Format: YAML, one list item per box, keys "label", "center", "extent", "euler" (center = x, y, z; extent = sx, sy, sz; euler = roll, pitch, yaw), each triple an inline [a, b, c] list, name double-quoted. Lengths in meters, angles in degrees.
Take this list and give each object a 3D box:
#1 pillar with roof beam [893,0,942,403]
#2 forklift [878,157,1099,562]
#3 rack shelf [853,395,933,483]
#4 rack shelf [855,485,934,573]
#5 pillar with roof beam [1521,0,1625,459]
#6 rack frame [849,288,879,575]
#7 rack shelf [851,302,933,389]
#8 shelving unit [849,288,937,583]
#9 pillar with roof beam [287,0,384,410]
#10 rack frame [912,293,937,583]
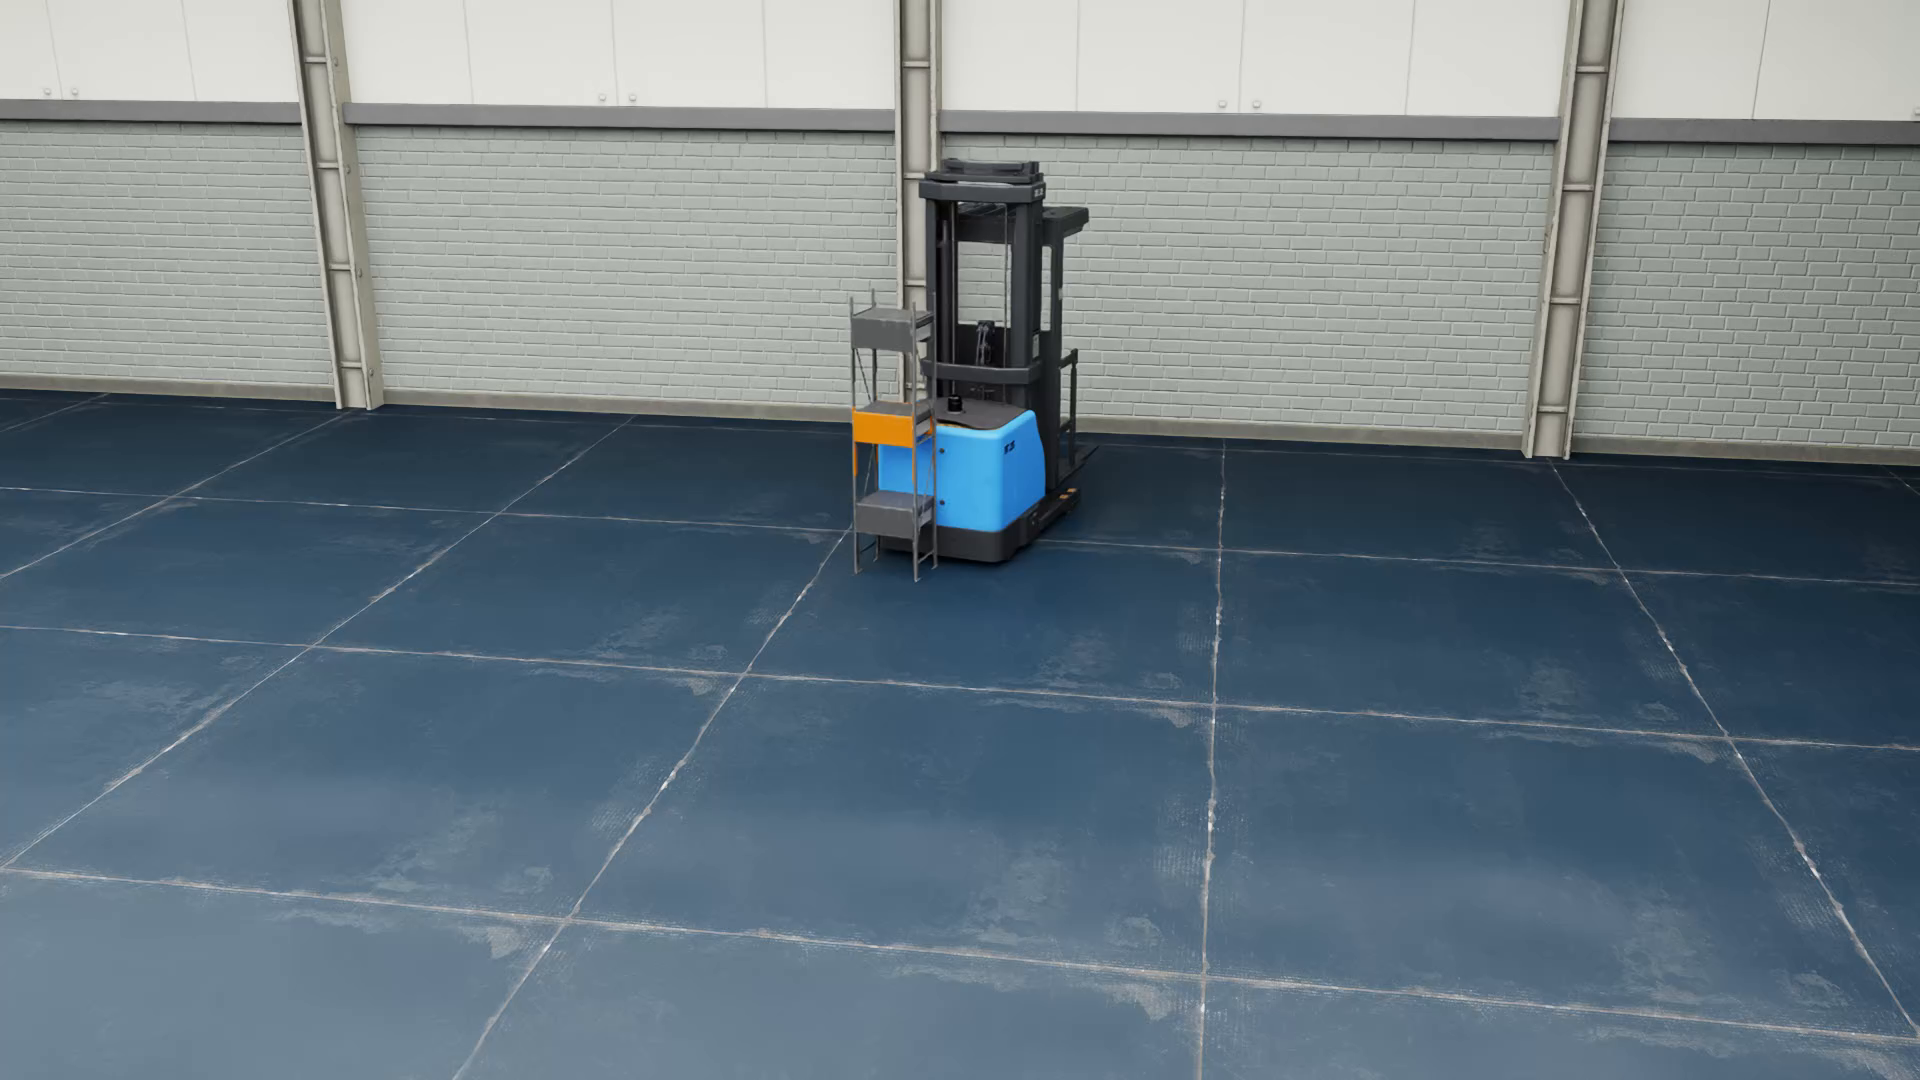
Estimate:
- label: "pillar with roof beam"
  center: [-1.073, -4.033, 11.173]
  extent: [0.400, 9.000, 9.100]
  euler: [3, 19, 9]
- label: "forklift"
  center: [0.385, -1.650, 13.616]
  extent: [1.130, 2.935, 3.031]
  euler: [7, 20, 21]
- label: "rack shelf"
  center: [-0.482, -0.752, 12.285]
  extent: [0.480, 0.518, 0.431]
  euler: [7, 20, 21]
- label: "rack shelf"
  center: [-0.482, -0.088, 12.507]
  extent: [0.480, 0.518, 0.431]
  euler: [7, 20, 21]
- label: "pillar with roof beam"
  center: [4.851, -3.731, 10.271]
  extent: [0.400, 9.000, 9.100]
  euler: [3, 19, 9]
- label: "rack frame"
  center: [-0.708, -0.794, 12.368]
  extent: [0.015, 2.100, 0.400]
  euler: [7, 20, 21]
- label: "rack shelf"
  center: [-0.482, -1.416, 12.063]
  extent: [0.480, 0.518, 0.431]
  euler: [7, 20, 21]
- label: "shelving unit"
  center: [-0.482, -0.765, 12.280]
  extent: [0.503, 2.100, 0.431]
  euler: [7, 20, 21]
- label: "pillar with roof beam"
  center: [-6.997, -4.334, 12.076]
  extent: [0.400, 9.000, 9.100]
  euler: [3, 19, 9]
- label: "rack frame"
  center: [-0.256, -0.736, 12.193]
  extent: [0.015, 2.100, 0.400]
  euler: [7, 20, 21]
